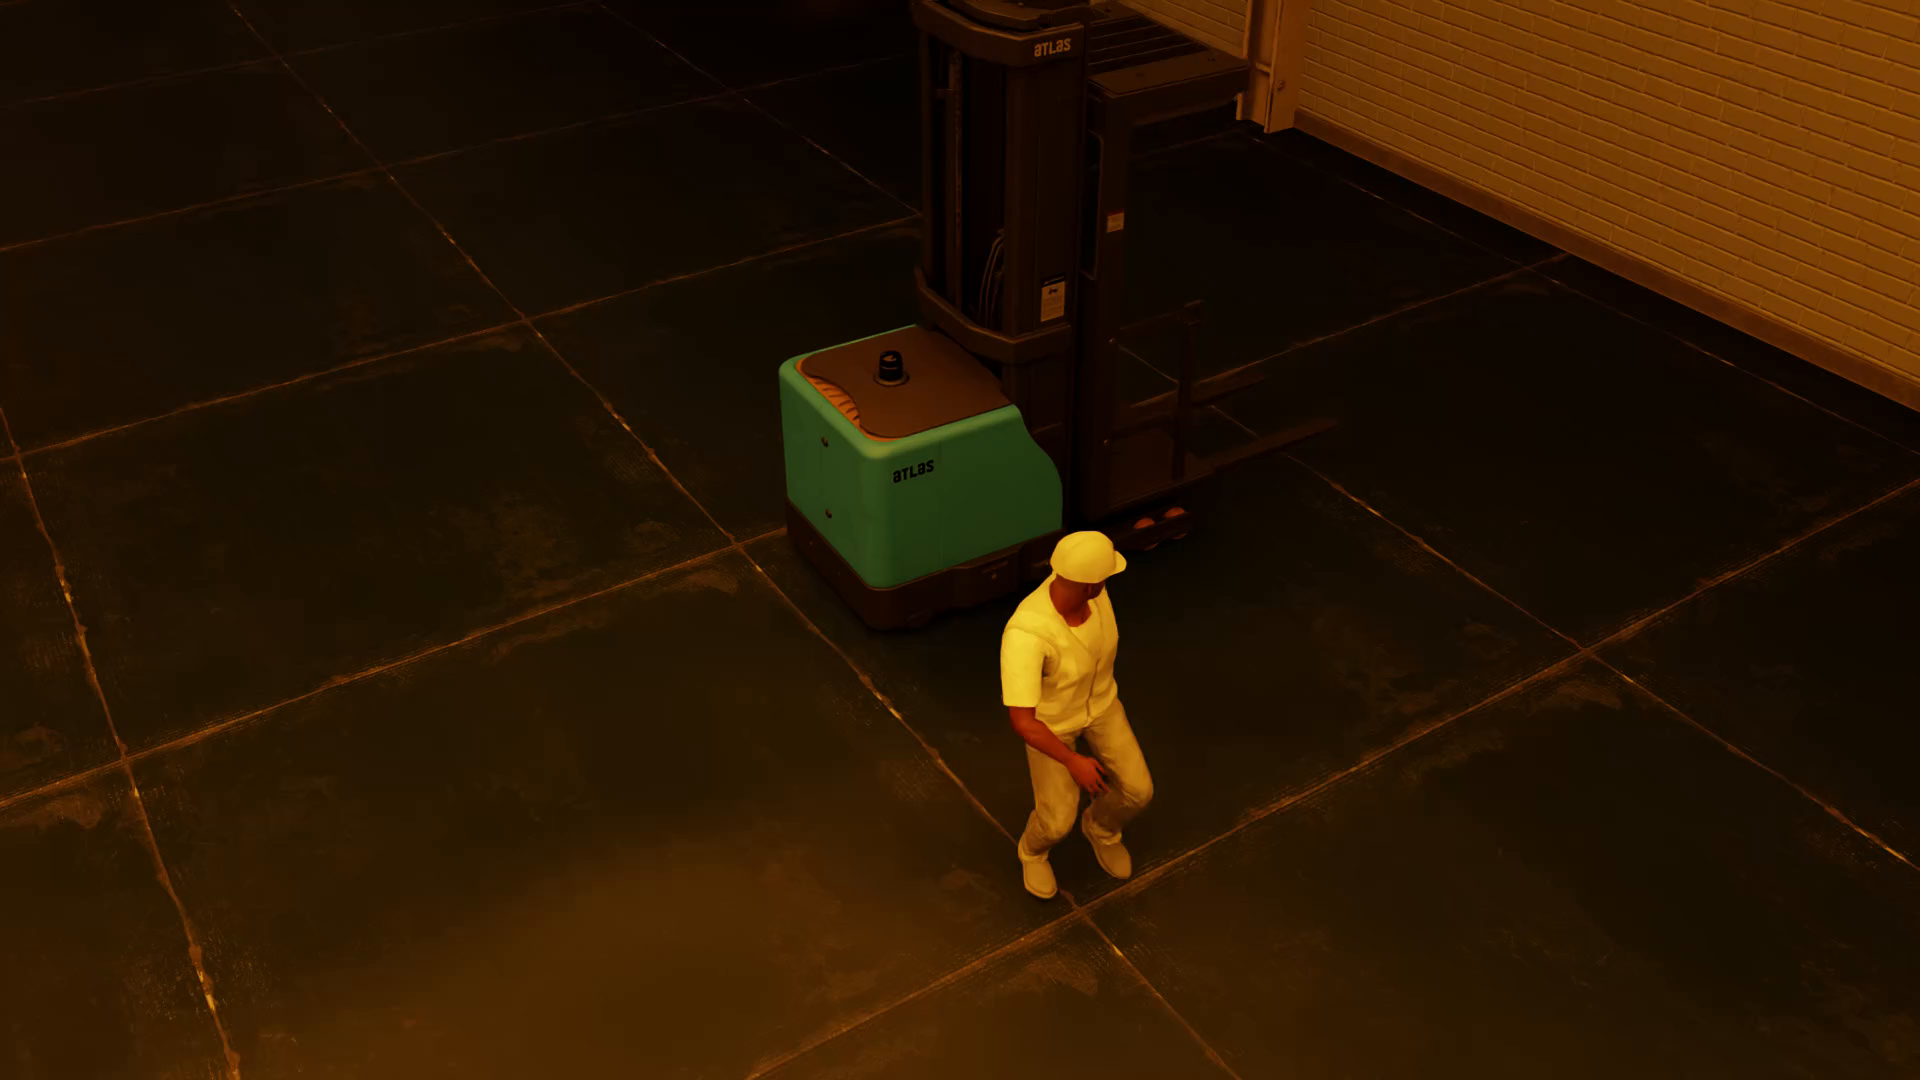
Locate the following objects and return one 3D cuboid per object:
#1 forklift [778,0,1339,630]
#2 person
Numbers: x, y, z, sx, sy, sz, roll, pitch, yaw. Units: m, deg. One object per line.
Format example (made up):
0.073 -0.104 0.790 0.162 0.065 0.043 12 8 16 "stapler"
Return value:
0.634 -1.388 8.124 3.031 2.935 1.130 -19 39 -25 "forklift"
0.425 0.659 6.314 0.753 1.712 0.753 -22 41 -28 "person"
